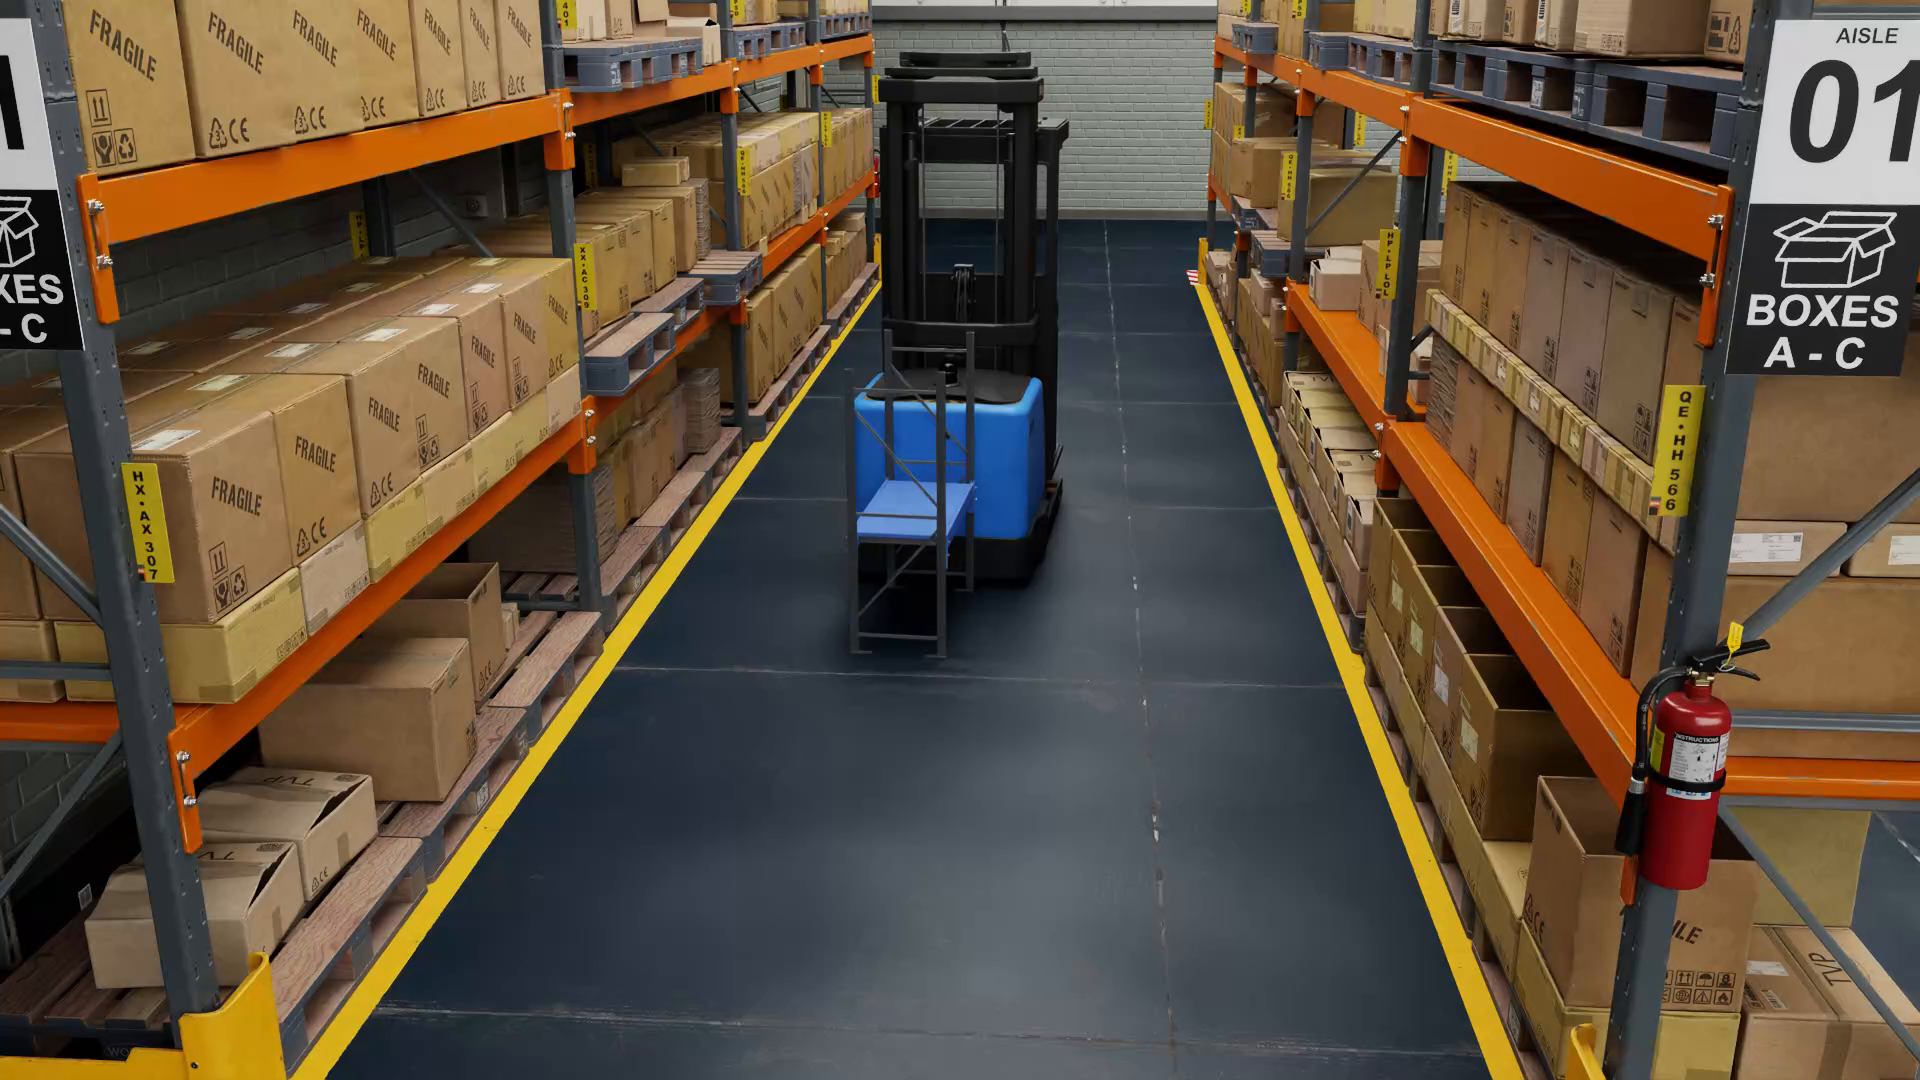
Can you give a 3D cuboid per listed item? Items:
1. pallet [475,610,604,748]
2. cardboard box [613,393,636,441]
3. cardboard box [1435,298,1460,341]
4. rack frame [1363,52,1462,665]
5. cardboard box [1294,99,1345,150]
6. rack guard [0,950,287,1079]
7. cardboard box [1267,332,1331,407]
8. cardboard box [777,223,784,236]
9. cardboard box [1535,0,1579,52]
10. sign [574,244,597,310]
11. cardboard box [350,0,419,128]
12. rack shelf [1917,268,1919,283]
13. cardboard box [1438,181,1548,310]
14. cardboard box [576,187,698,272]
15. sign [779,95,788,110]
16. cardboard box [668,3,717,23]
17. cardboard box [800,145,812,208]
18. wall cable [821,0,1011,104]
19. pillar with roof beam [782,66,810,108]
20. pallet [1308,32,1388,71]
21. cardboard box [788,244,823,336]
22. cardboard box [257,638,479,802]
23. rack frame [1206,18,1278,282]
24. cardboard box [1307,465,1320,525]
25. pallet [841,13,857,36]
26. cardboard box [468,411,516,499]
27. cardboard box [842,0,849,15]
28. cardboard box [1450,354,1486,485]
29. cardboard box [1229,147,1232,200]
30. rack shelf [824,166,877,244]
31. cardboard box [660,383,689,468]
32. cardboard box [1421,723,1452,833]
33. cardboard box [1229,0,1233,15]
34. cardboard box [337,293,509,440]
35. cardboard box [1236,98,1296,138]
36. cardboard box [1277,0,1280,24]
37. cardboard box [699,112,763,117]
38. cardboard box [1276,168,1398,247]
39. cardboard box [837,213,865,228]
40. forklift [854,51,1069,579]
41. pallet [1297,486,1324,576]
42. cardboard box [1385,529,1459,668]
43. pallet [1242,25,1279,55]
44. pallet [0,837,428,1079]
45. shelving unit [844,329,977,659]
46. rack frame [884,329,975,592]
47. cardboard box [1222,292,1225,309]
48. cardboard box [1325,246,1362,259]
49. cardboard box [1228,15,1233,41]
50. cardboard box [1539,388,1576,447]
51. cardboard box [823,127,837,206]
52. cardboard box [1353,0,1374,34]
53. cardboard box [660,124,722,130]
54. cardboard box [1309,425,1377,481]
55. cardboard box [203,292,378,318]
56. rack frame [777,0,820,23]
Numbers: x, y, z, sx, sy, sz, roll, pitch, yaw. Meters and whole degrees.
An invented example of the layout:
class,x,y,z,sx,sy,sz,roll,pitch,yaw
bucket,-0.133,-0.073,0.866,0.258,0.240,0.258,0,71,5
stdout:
class,x,y,z,sx,sy,sz,roll,pitch,yaw
pallet,-2.393,0.649,8.105,1.003,0.211,1.213,1,18,4
cardboard box,-2.282,-0.791,10.123,0.500,0.250,0.500,1,18,2
cardboard box,2.331,-0.975,7.380,0.380,0.149,0.250,2,18,5
rack frame,2.561,-0.776,7.975,1.000,3.000,0.127,1,18,4
cardboard box,3.449,-3.924,15.814,0.500,0.500,0.500,2,18,5
rack guard,-2.661,1.521,4.979,1.175,0.500,0.348,1,18,4
cardboard box,2.681,-1.336,12.990,0.500,0.500,0.500,2,18,6
cardboard box,-1.714,-2.674,14.136,0.380,0.149,0.250,2,18,6
cardboard box,2.134,-1.720,5.280,0.500,0.311,0.500,3,18,10
sign,-1.838,-1.288,8.145,0.100,0.325,0.005,1,18,4
cardboard box,-2.269,-1.719,5.841,0.500,0.500,0.500,2,18,7
rack shelf,7.932,-2.186,13.434,1.077,0.370,4.000,1,18,4
cardboard box,2.536,-1.303,7.337,0.700,0.500,0.500,1,18,4
cardboard box,-2.130,-2.064,11.039,0.700,0.500,0.500,0,18,-1
sign,-2.073,-5.076,19.580,0.100,0.325,0.005,1,18,4
cardboard box,-2.116,-3.959,12.005,0.700,0.500,0.500,0,18,0
cardboard box,-1.615,-3.261,14.888,0.500,0.500,0.500,1,18,4
wall cable,-0.758,-7.737,24.569,3.097,2.526,0.112,1,18,4
pillar with roof beam,2.105,-8.225,21.074,9.100,9.000,0.400,1,18,4
pallet,2.888,-3.142,10.680,1.213,0.211,1.003,2,18,6
cardboard box,-1.723,-2.344,15.537,0.750,0.750,0.750,1,18,5
cardboard box,-2.384,0.719,6.721,0.700,0.500,0.500,0,18,0
rack frame,3.421,-4.503,19.350,1.000,3.000,0.127,1,18,4
cardboard box,2.414,-0.279,10.198,0.500,0.250,0.500,2,18,5
pallet,-1.647,-5.386,17.367,1.003,0.211,1.213,1,18,4
cardboard box,-2.176,-0.359,6.911,0.500,0.250,0.500,1,18,4
cardboard box,-1.414,-5.498,16.973,0.500,0.250,0.500,1,18,2
cardboard box,2.504,-0.522,7.039,0.700,0.500,0.500,1,18,3
cardboard box,2.950,-3.630,16.523,0.500,0.500,0.500,2,18,5
rack shelf,-1.663,-3.650,17.900,1.077,0.370,4.000,1,18,4
cardboard box,-2.246,-0.767,11.255,0.700,0.500,0.500,1,18,4
cardboard box,2.114,0.934,6.498,0.500,0.250,0.500,1,18,4
cardboard box,3.013,-5.476,16.937,0.500,0.250,0.500,1,18,4
cardboard box,-2.182,-0.715,6.794,0.500,0.500,0.500,1,18,2
cardboard box,2.913,-3.947,15.884,0.500,0.500,0.500,1,18,4
cardboard box,3.000,-4.618,13.887,0.600,0.600,0.600,1,18,3
cardboard box,-2.099,-3.788,15.292,0.500,0.250,0.500,2,18,6
cardboard box,2.781,-2.464,12.290,0.700,0.500,0.500,-5,19,-15
cardboard box,-1.298,-3.669,19.102,0.380,0.149,0.250,1,18,3
forklift,0.093,-1.587,10.558,1.130,2.935,3.031,3,18,8
pallet,2.660,-0.061,10.270,1.003,0.211,1.213,1,18,4
cardboard box,2.188,0.267,7.329,0.500,0.500,0.500,1,18,4
pallet,2.947,-4.074,13.524,1.213,0.211,1.003,1,18,4
pallet,-2.568,1.406,5.792,1.003,0.211,1.213,1,18,4
shelving unit,-0.244,-0.273,8.848,0.538,1.500,1.048,3,18,8
rack frame,-0.169,-0.430,9.326,0.500,1.500,0.032,3,18,8
cardboard box,2.860,-2.417,16.853,0.380,0.149,0.250,1,18,4
cardboard box,2.778,-1.864,11.439,0.500,0.311,0.500,2,18,7
cardboard box,3.019,-5.238,17.015,0.500,0.250,0.500,1,18,4
cardboard box,2.203,-0.415,5.670,0.380,0.149,0.250,2,18,5
cardboard box,-1.751,-3.681,16.358,0.980,0.700,0.700,2,18,5
cardboard box,2.872,-3.430,10.824,0.500,0.250,0.500,0,18,0
cardboard box,-2.203,-3.308,13.826,0.500,0.250,0.500,1,18,3
cardboard box,2.413,-0.541,10.097,0.500,0.311,0.500,1,18,3
cardboard box,-2.704,-0.724,6.820,0.500,0.500,0.500,2,18,5
rack frame,-1.806,-6.221,14.958,1.000,3.000,0.127,1,18,4
